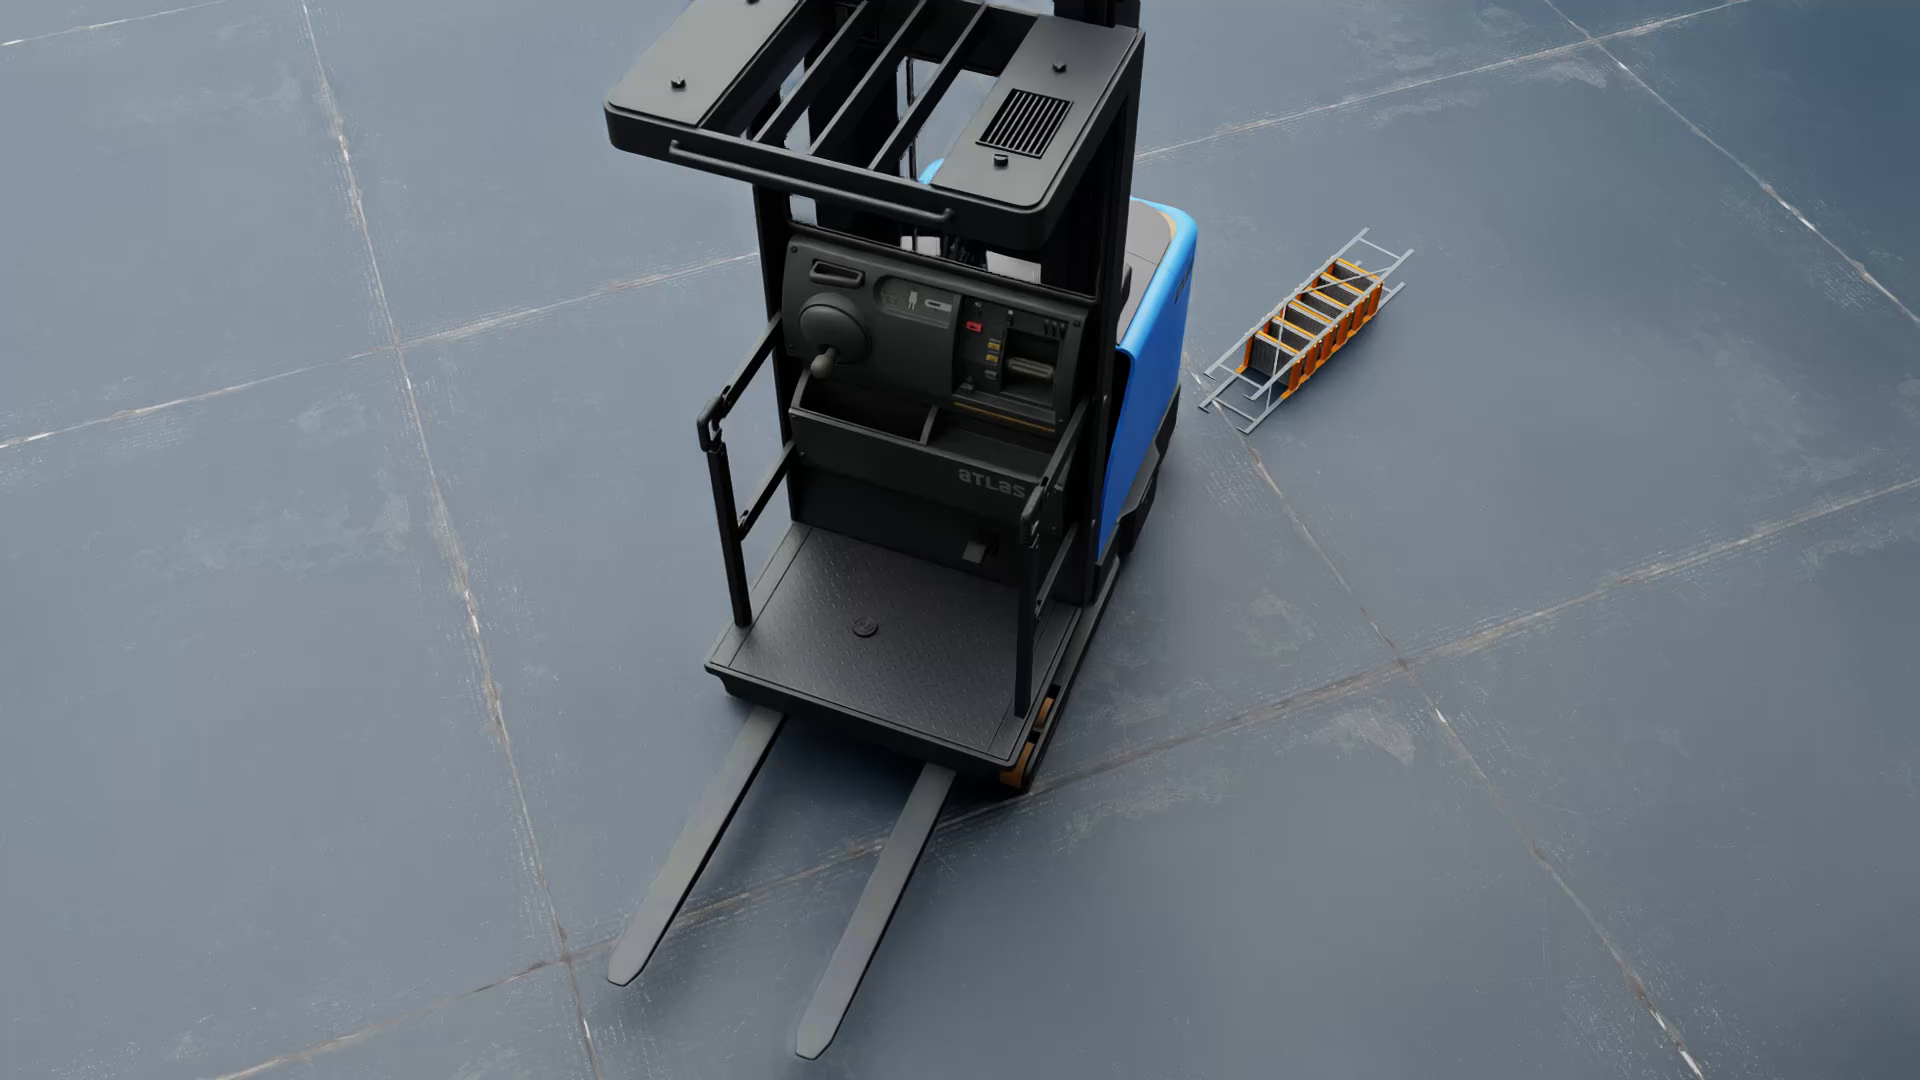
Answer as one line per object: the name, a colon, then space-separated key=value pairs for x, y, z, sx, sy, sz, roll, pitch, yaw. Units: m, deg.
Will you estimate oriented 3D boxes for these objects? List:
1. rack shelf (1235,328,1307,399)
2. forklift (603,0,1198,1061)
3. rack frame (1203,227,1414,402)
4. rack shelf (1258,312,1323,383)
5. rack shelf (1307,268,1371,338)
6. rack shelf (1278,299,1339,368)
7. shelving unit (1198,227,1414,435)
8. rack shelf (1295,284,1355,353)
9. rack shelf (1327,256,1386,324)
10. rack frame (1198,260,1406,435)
rack shelf: x=1.258 y=-0.719 z=6.740 sx=0.258 sy=0.180 sz=0.103 roll=33 pitch=57 yaw=25
forklift: x=-0.165 y=-0.500 z=4.747 sx=1.130 sy=2.935 sz=3.031 roll=17 pitch=51 yaw=14
rack frame: x=1.444 y=-0.942 z=6.810 sx=0.240 sy=0.006 sz=1.200 roll=33 pitch=57 yaw=25
rack shelf: x=1.337 y=-0.788 z=6.799 sx=0.258 sy=0.180 sz=0.103 roll=33 pitch=57 yaw=25
rack shelf: x=1.573 y=-0.994 z=6.976 sx=0.258 sy=0.180 sz=0.103 roll=33 pitch=57 yaw=25
rack shelf: x=1.415 y=-0.857 z=6.858 sx=0.258 sy=0.180 sz=0.103 roll=33 pitch=57 yaw=25
shelving unit: x=1.444 y=-0.882 z=6.880 sx=0.258 sy=0.189 sz=1.200 roll=33 pitch=57 yaw=25
rack shelf: x=1.494 y=-0.925 z=6.917 sx=0.258 sy=0.180 sz=0.103 roll=33 pitch=57 yaw=25
rack shelf: x=1.651 y=-1.063 z=7.035 sx=0.258 sy=0.180 sz=0.103 roll=33 pitch=57 yaw=25
rack frame: x=1.444 y=-0.822 z=6.949 sx=0.240 sy=0.006 sz=1.200 roll=33 pitch=57 yaw=25
